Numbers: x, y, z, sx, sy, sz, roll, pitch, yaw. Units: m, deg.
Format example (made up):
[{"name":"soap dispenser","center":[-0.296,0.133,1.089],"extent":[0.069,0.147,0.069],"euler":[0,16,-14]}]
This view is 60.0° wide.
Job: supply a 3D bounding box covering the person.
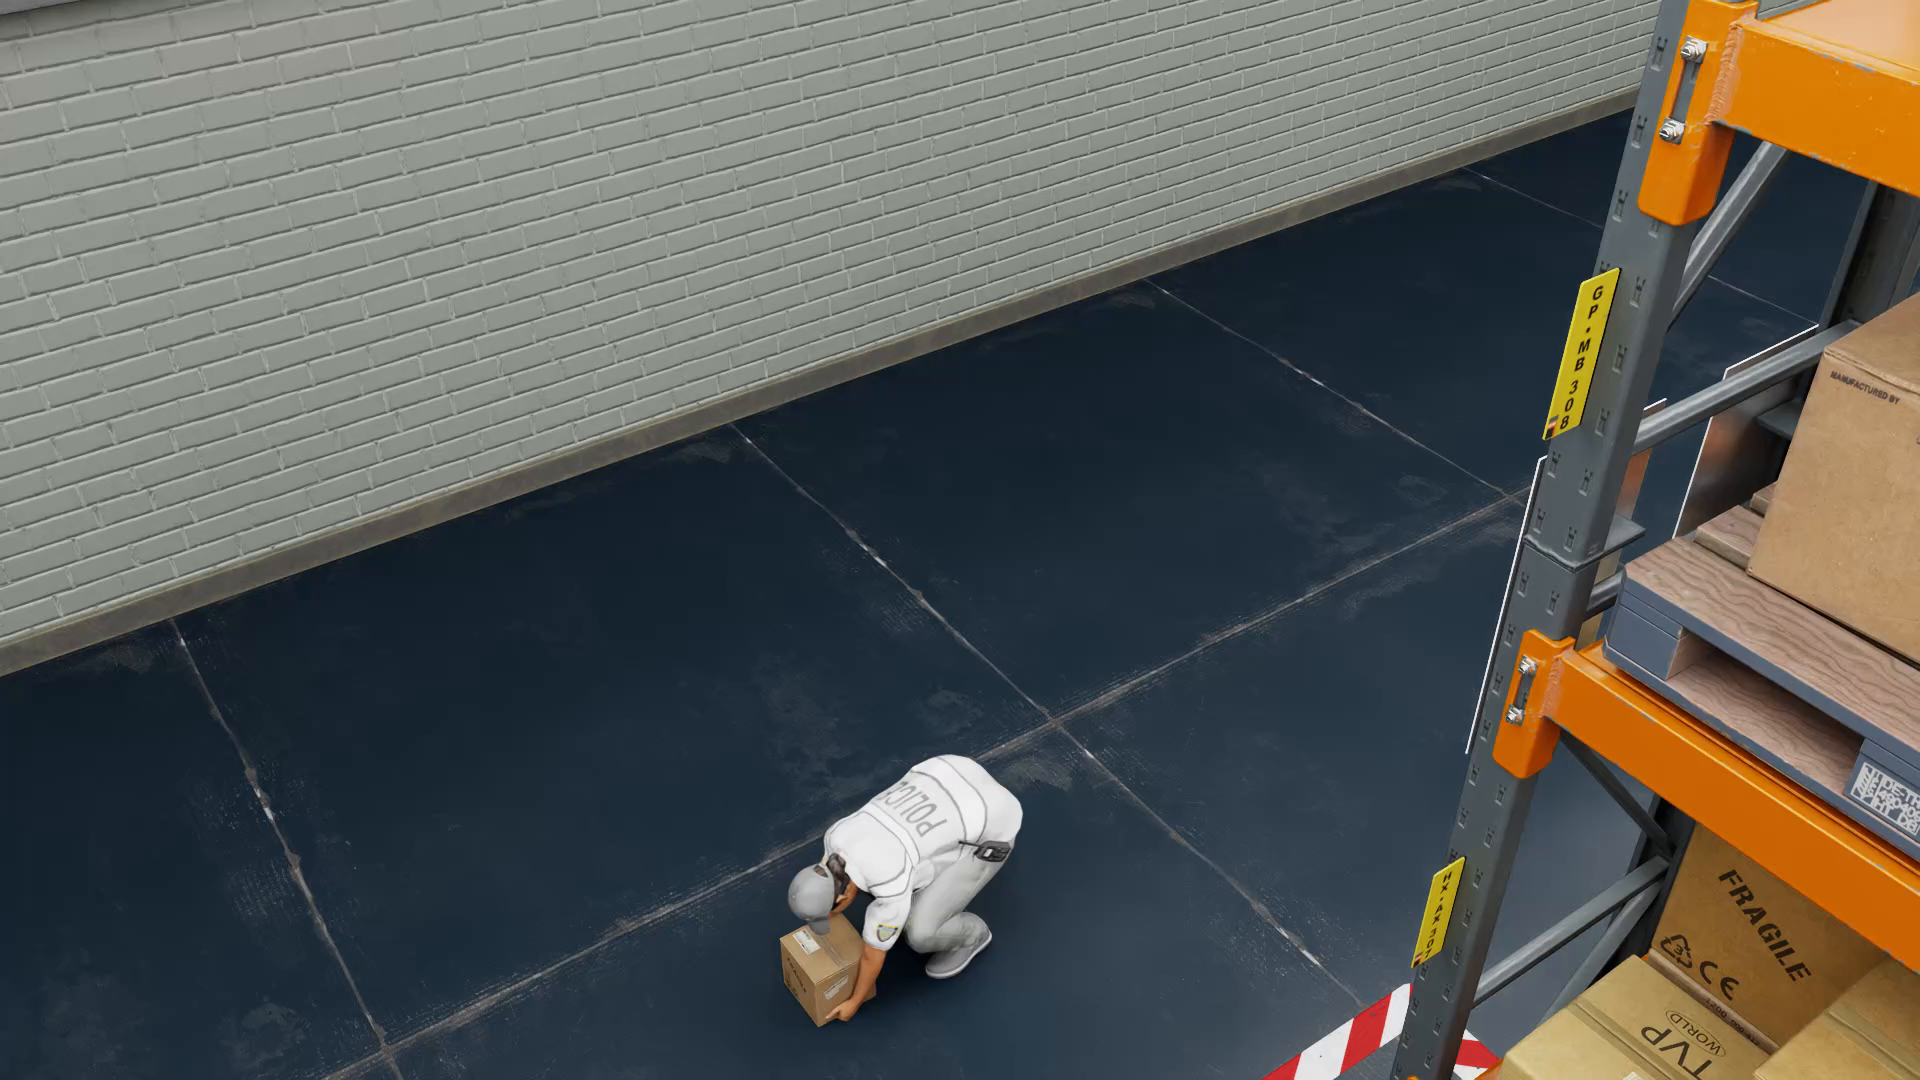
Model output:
[{"name":"person","center":[-0.211,1.259,6.078],"extent":[0.940,0.772,0.510],"euler":[-24,43,-29]}]
